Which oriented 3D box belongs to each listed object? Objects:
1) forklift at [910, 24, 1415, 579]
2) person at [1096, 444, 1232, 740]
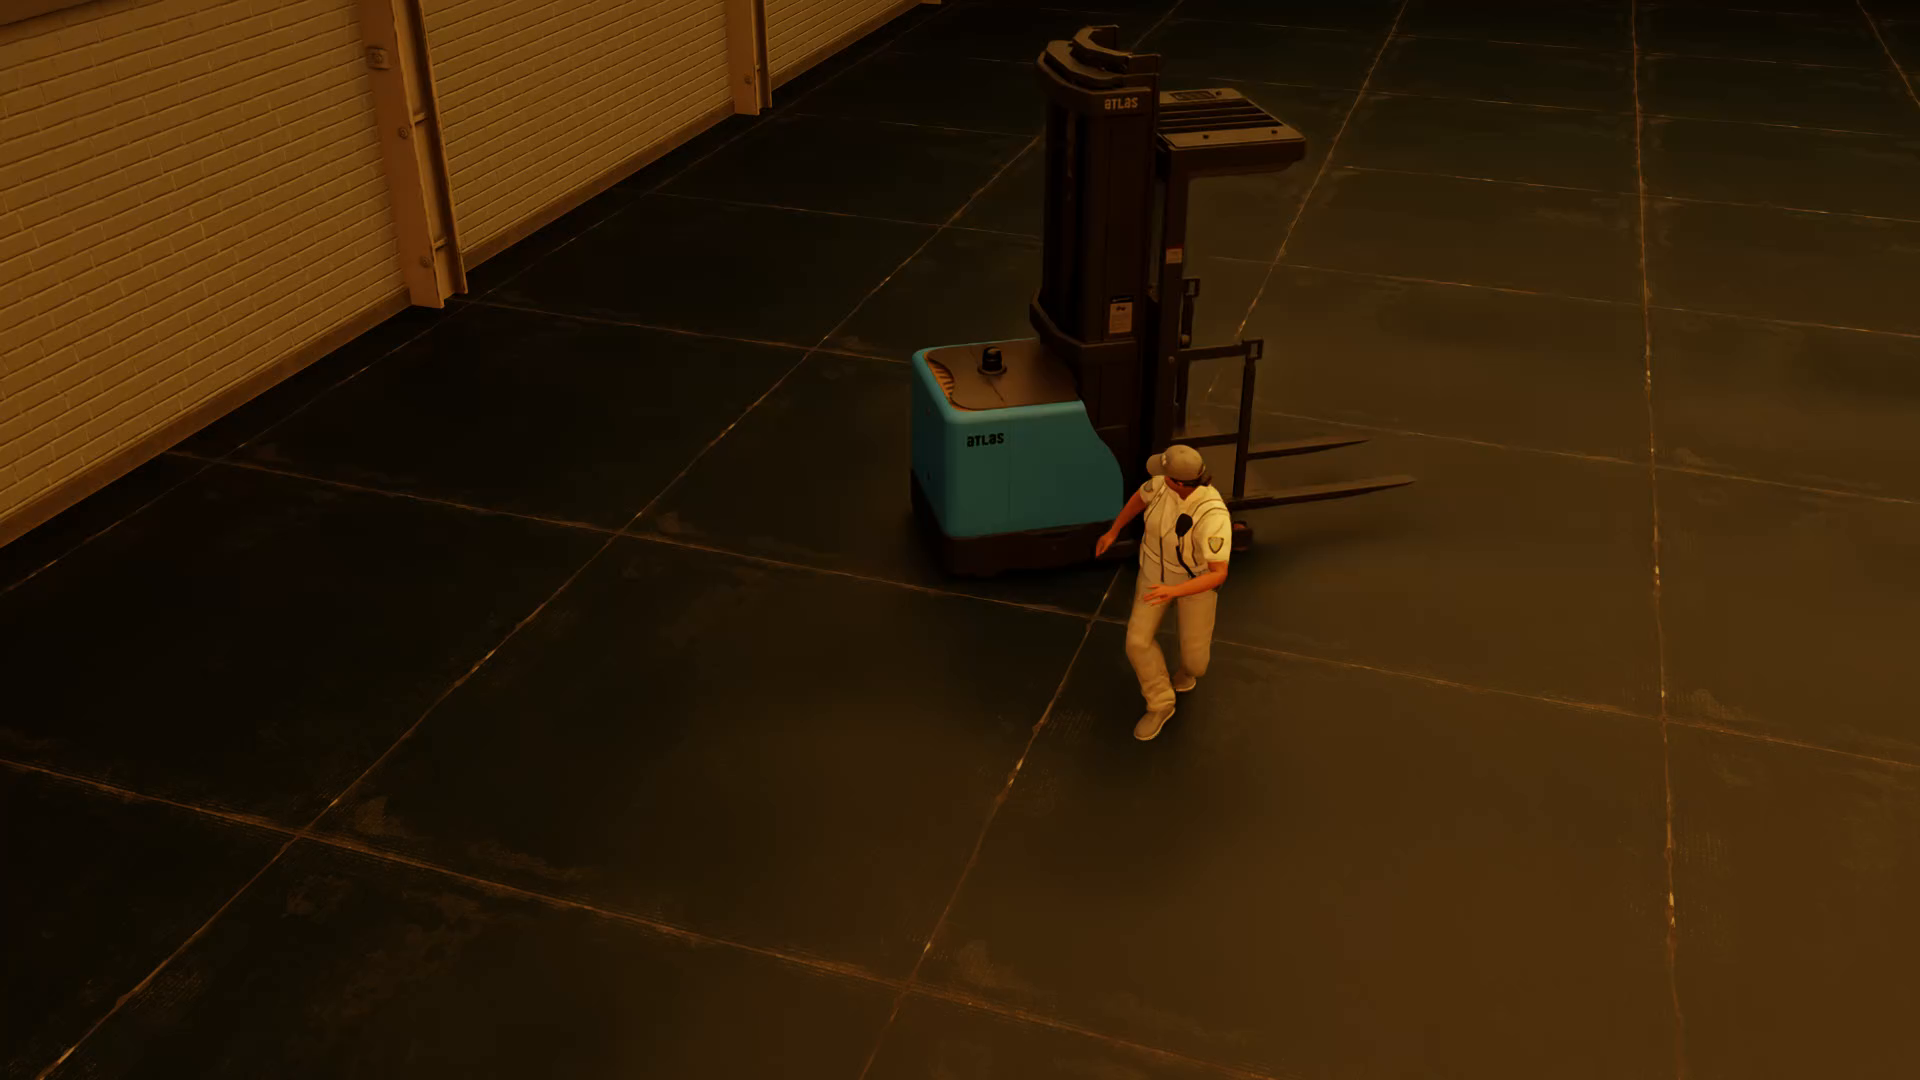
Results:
[{"bbox_3d":[1.268,-1.427,9.639,3.031,2.935,1.130,-7,30,-12],"label":"forklift"},{"bbox_3d":[0.971,0.205,8.205,0.817,1.537,0.811,20,35,30],"label":"person"}]
